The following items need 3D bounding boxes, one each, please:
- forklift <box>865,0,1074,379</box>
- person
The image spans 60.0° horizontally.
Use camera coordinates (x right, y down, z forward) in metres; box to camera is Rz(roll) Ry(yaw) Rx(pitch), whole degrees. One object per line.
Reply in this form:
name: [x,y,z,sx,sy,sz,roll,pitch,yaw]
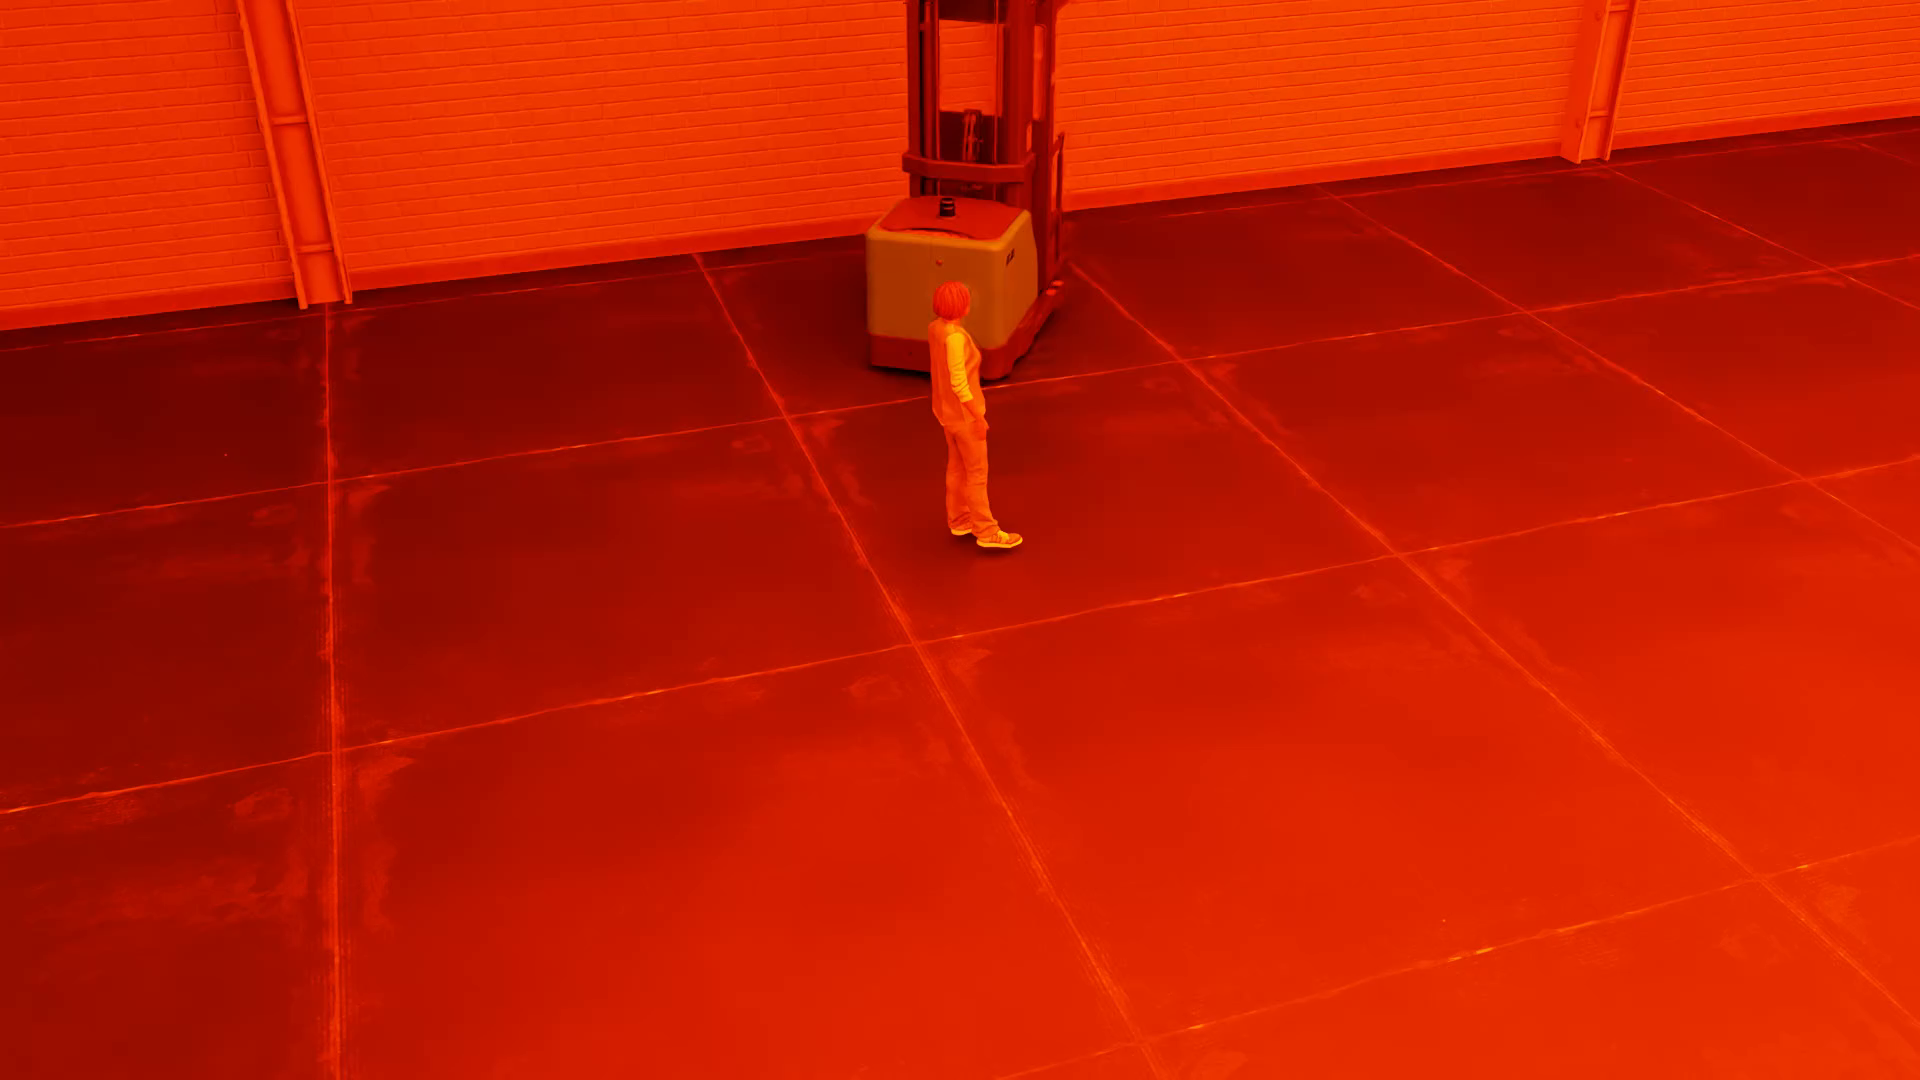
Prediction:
forklift: [0.223,-3.139,12.543,1.130,2.935,3.031,8,31,14]
person: [0.074,-0.738,9.612,0.475,1.597,0.520,-10,31,-16]
